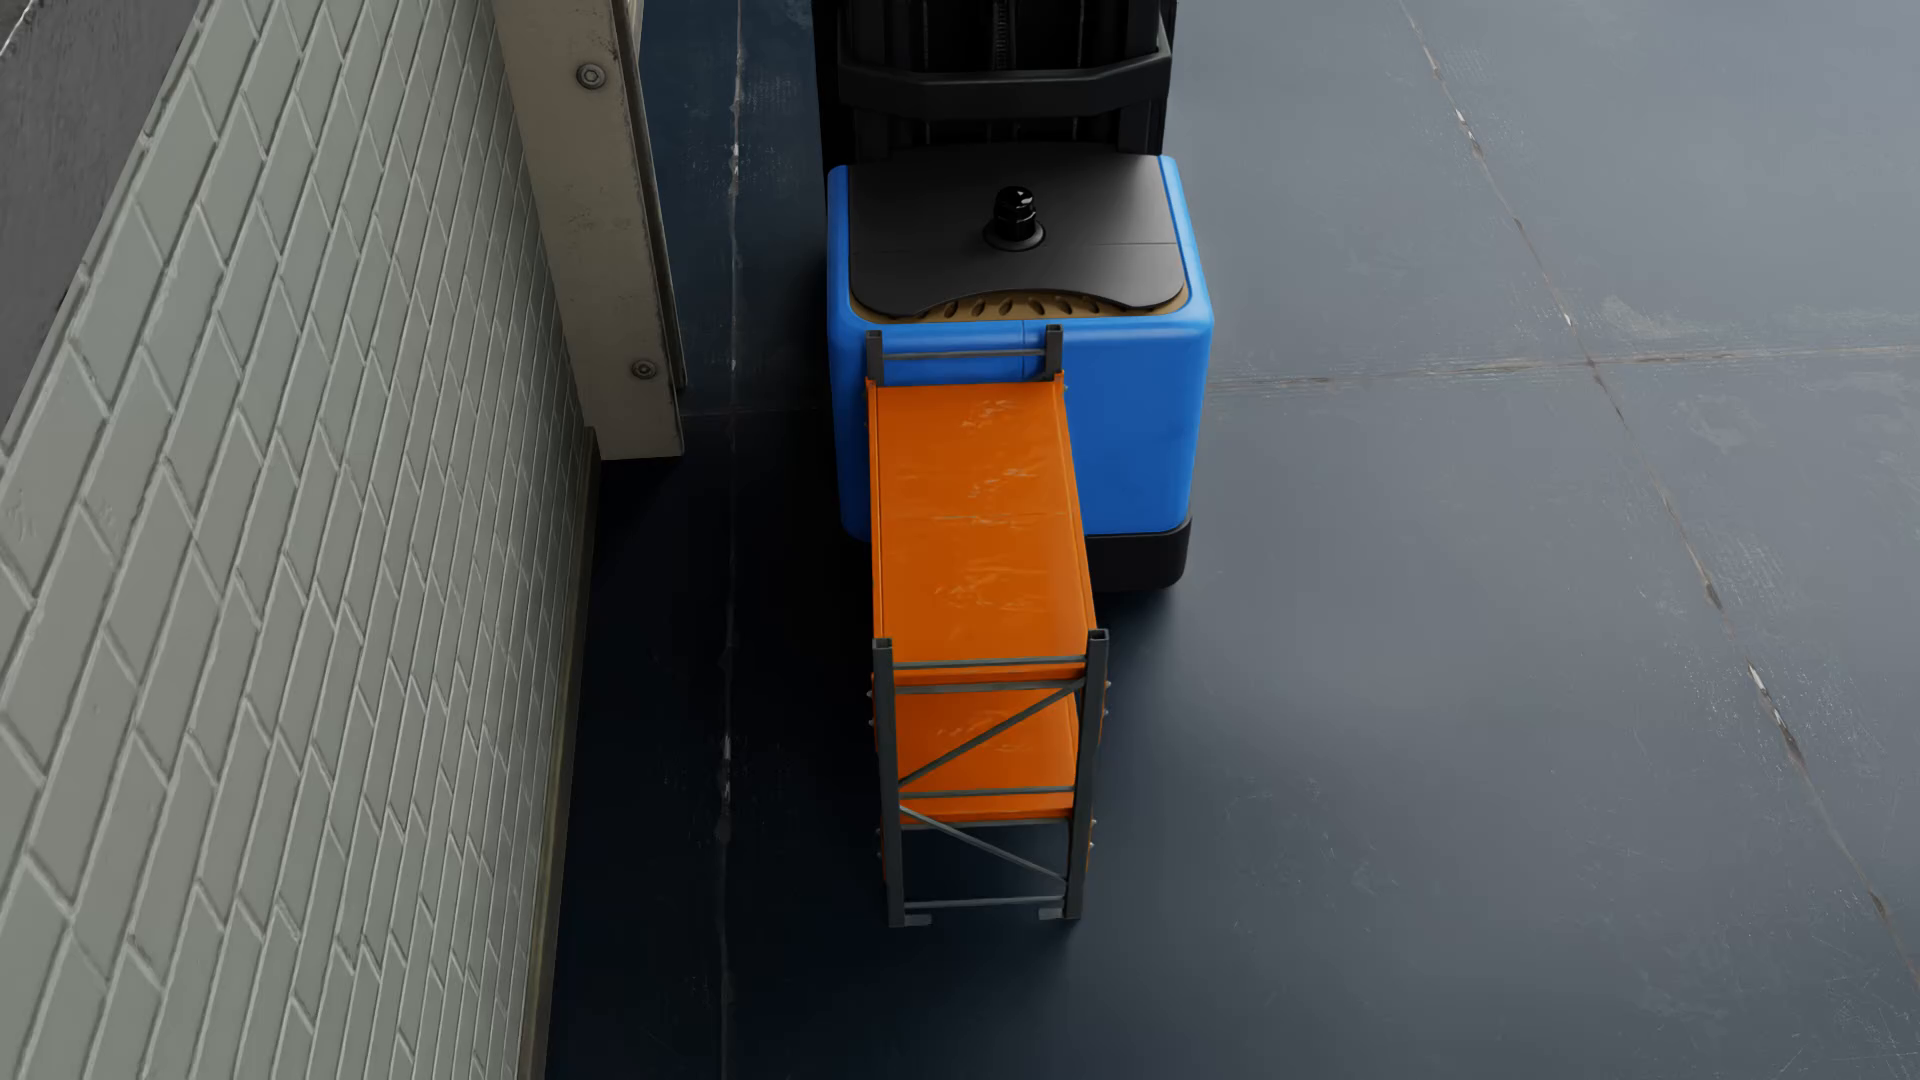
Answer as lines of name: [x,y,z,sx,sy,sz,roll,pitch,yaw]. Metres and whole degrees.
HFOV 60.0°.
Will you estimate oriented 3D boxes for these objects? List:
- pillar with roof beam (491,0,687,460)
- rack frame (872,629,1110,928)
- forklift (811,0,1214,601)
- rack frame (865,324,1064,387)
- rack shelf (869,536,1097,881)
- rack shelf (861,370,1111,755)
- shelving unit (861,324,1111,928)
pillar with roof beam: [3.203,-3.771,2.624,9.100,9.000,0.400,-3,47,-3]
rack frame: [0.065,0.595,3.912,0.500,1.125,0.032,-2,47,-2]
forklift: [0.088,-1.889,5.021,1.130,2.935,3.031,-2,47,-2]
rack frame: [0.011,-0.142,4.610,0.500,1.125,0.032,-2,47,-2]
rack shelf: [0.038,0.395,4.438,0.538,0.278,1.000,-2,47,-2]
rack shelf: [0.038,0.025,4.048,0.538,0.278,1.000,-2,47,-2]
shelving unit: [0.038,0.227,4.261,0.538,1.125,1.048,-2,47,-2]
